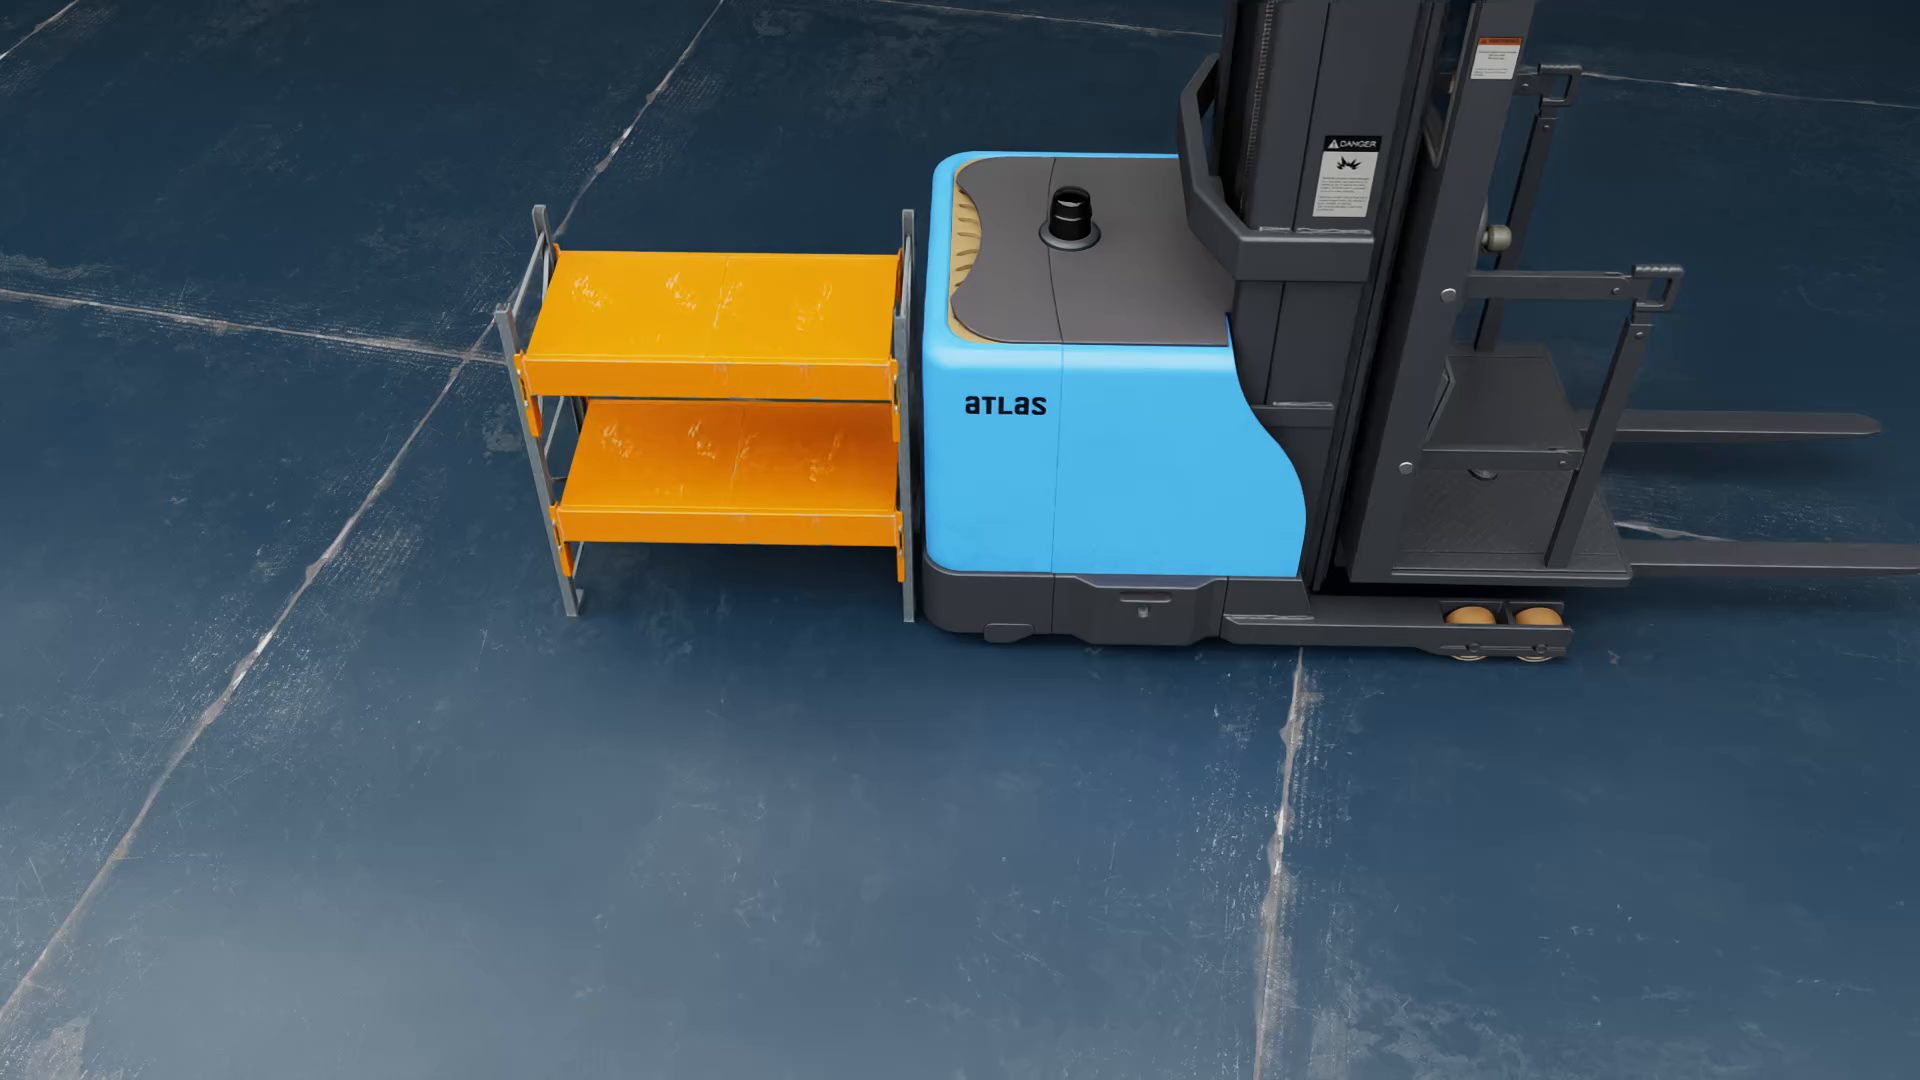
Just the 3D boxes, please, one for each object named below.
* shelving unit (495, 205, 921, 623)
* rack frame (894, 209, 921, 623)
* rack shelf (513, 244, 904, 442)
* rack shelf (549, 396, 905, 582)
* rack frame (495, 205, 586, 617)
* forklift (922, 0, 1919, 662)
[{"bbox_3d":[-0.655,-0.339,4.791,1.048,1.125,0.538,1,44,1],"label":"shelving unit"},{"bbox_3d":[-0.147,-0.331,4.782,0.032,1.125,0.500,1,44,1],"label":"rack frame"},{"bbox_3d":[-0.655,-0.550,4.588,1.000,0.278,0.538,1,44,1],"label":"rack shelf"},{"bbox_3d":[-0.655,-0.162,4.960,1.000,0.278,0.538,1,44,1],"label":"rack shelf"},{"bbox_3d":[-1.164,-0.347,4.799,0.032,1.125,0.500,1,44,1],"label":"rack frame"},{"bbox_3d":[1.414,-1.075,4.253,3.031,2.935,1.130,1,44,1],"label":"forklift"}]
